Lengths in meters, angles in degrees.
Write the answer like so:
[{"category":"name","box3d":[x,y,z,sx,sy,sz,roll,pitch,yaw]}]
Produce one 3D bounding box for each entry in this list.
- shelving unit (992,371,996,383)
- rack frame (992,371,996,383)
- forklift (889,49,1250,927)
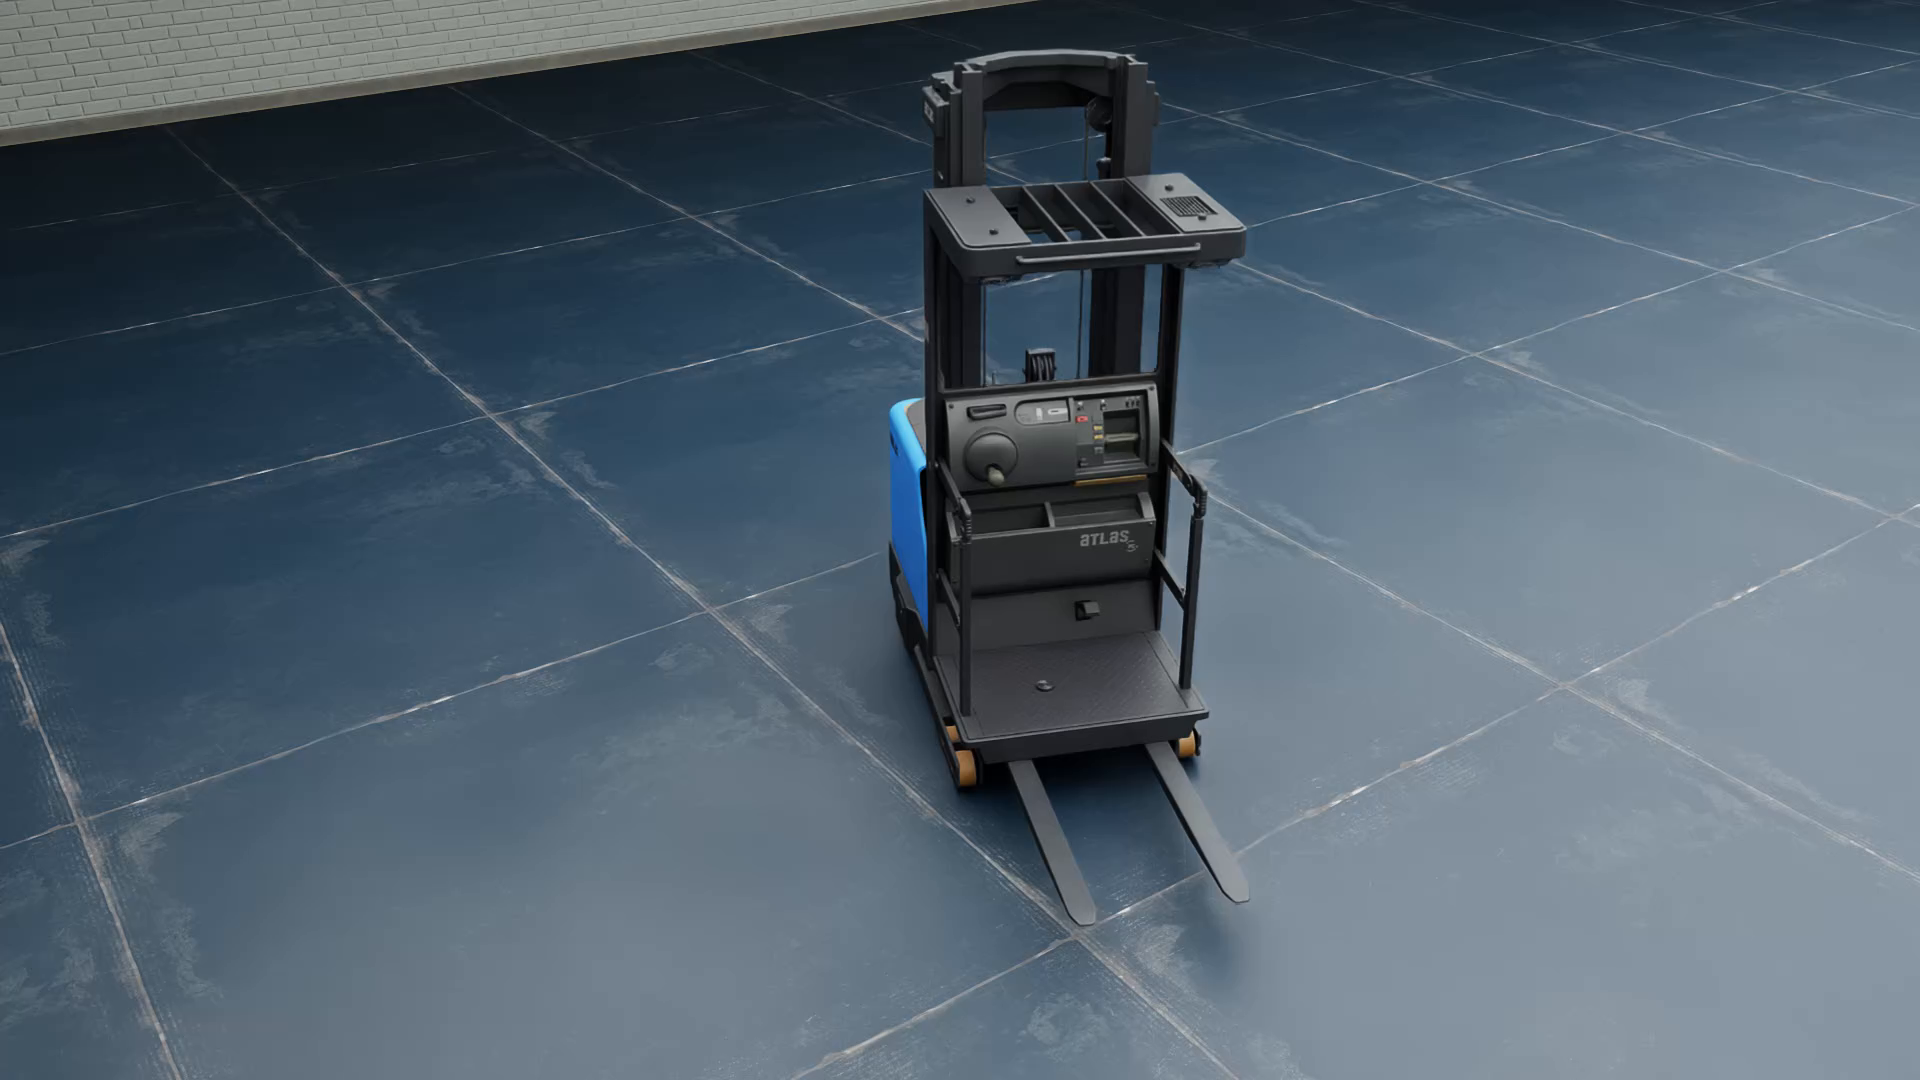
[{"category":"shelving unit","box3d":[0.031,-0.441,8.961,0.215,1.050,0.252,-19,34,-31]},{"category":"rack frame","box3d":[0.102,-0.393,8.874,0.200,1.050,0.008,-19,34,-31]},{"category":"forklift","box3d":[0.447,-0.404,6.923,1.130,2.935,3.031,-6,29,-11]}]
